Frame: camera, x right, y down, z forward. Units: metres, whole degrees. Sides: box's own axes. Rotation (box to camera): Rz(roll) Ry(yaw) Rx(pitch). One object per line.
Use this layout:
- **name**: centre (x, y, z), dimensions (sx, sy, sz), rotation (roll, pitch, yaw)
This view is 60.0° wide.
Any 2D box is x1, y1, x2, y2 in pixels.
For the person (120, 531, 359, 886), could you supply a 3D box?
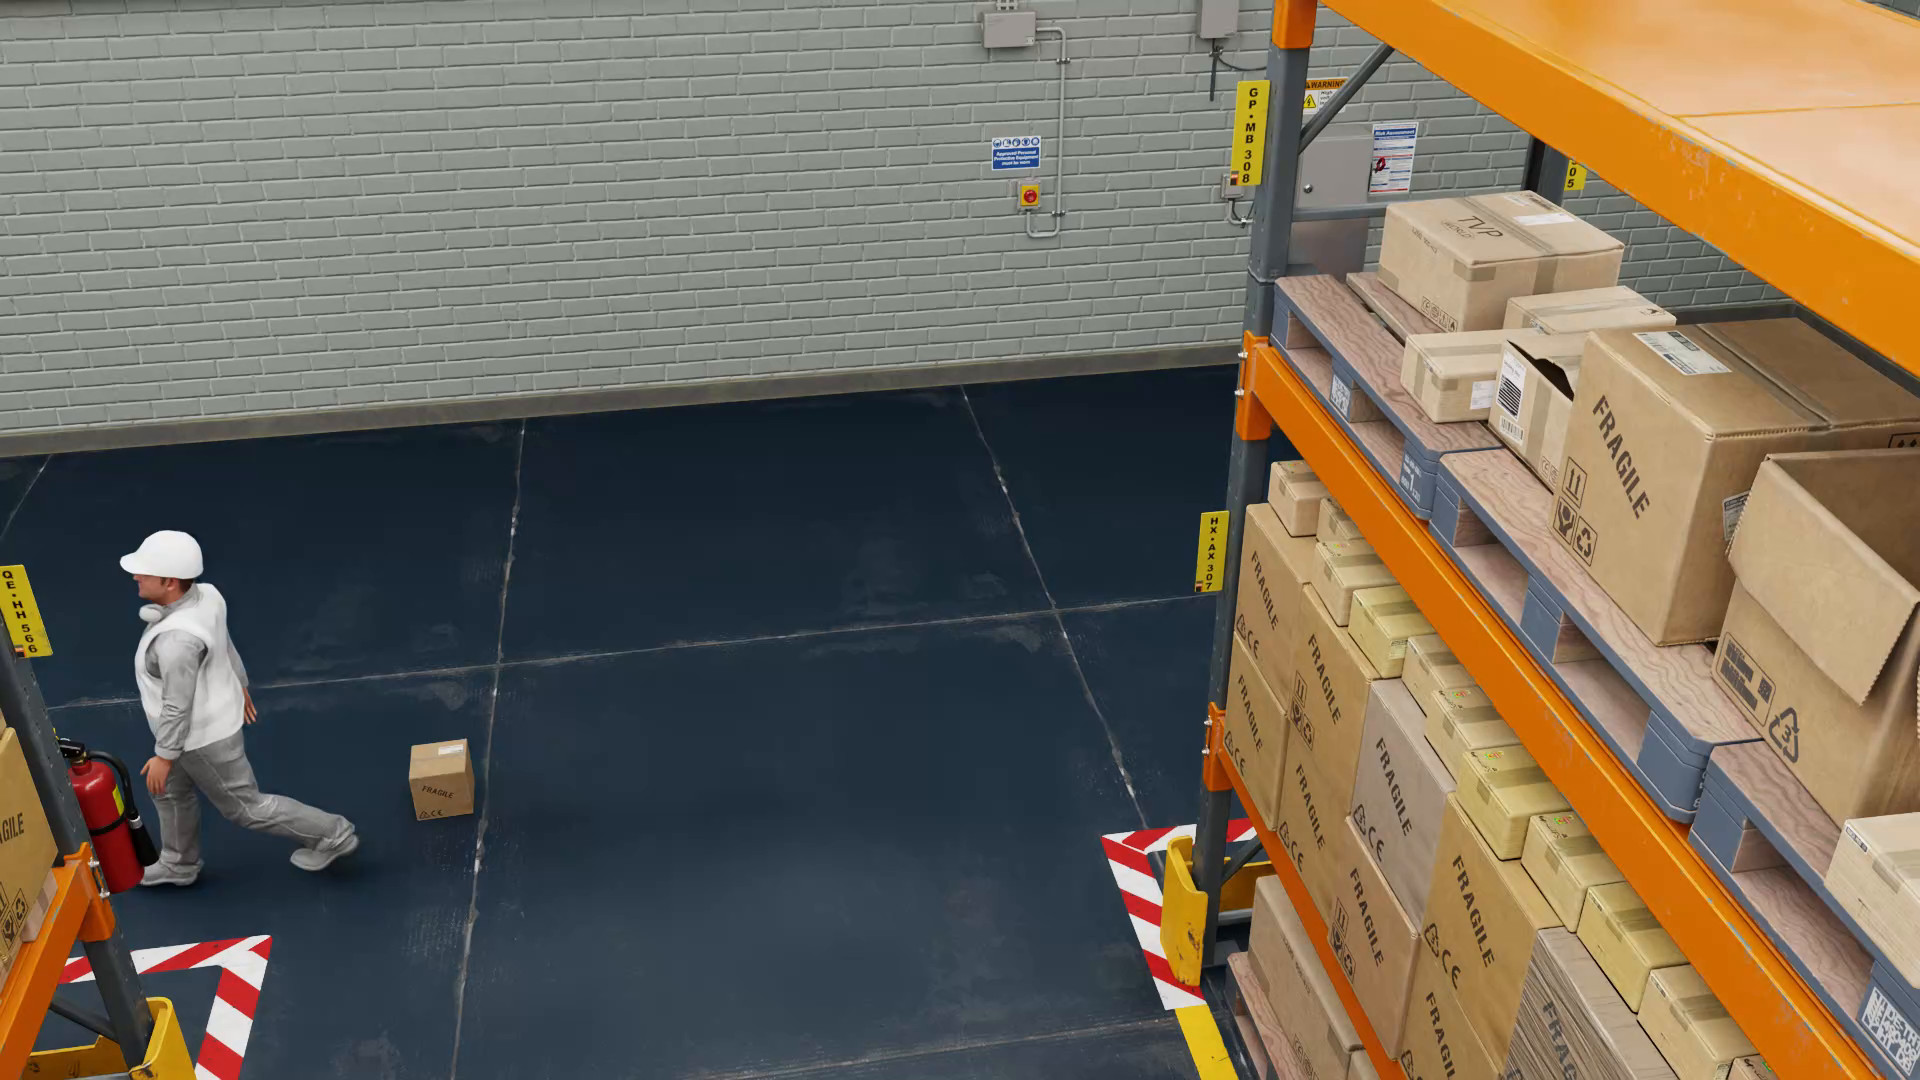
- **person**: centre (-3.125, 0.747, 6.847), dimensions (0.991, 1.734, 0.559), rotation (-9, 32, -15)
